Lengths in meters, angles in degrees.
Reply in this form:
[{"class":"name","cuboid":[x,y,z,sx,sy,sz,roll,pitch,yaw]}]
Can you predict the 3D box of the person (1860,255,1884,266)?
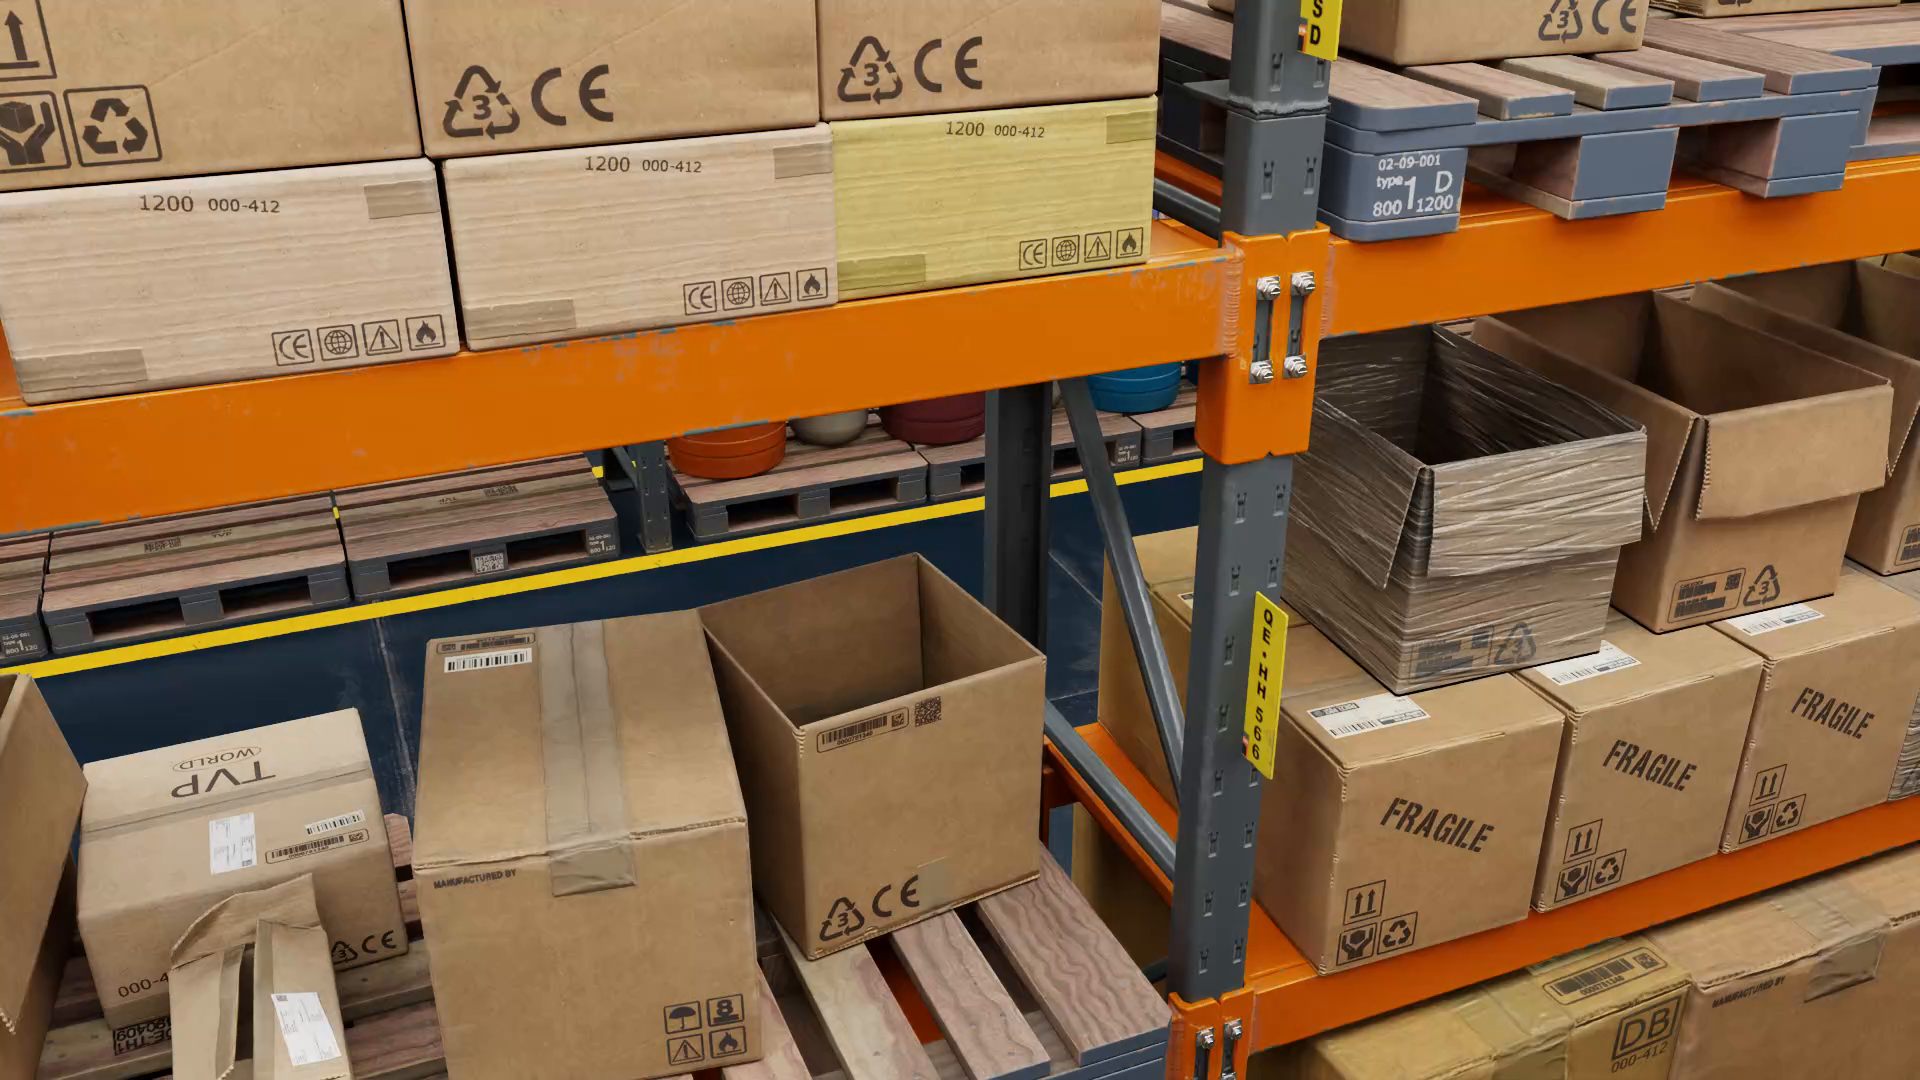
[{"class":"person","cuboid":[4.667,-1.122,8.424,0.946,1.627,0.454,-15,30,-28]}]
